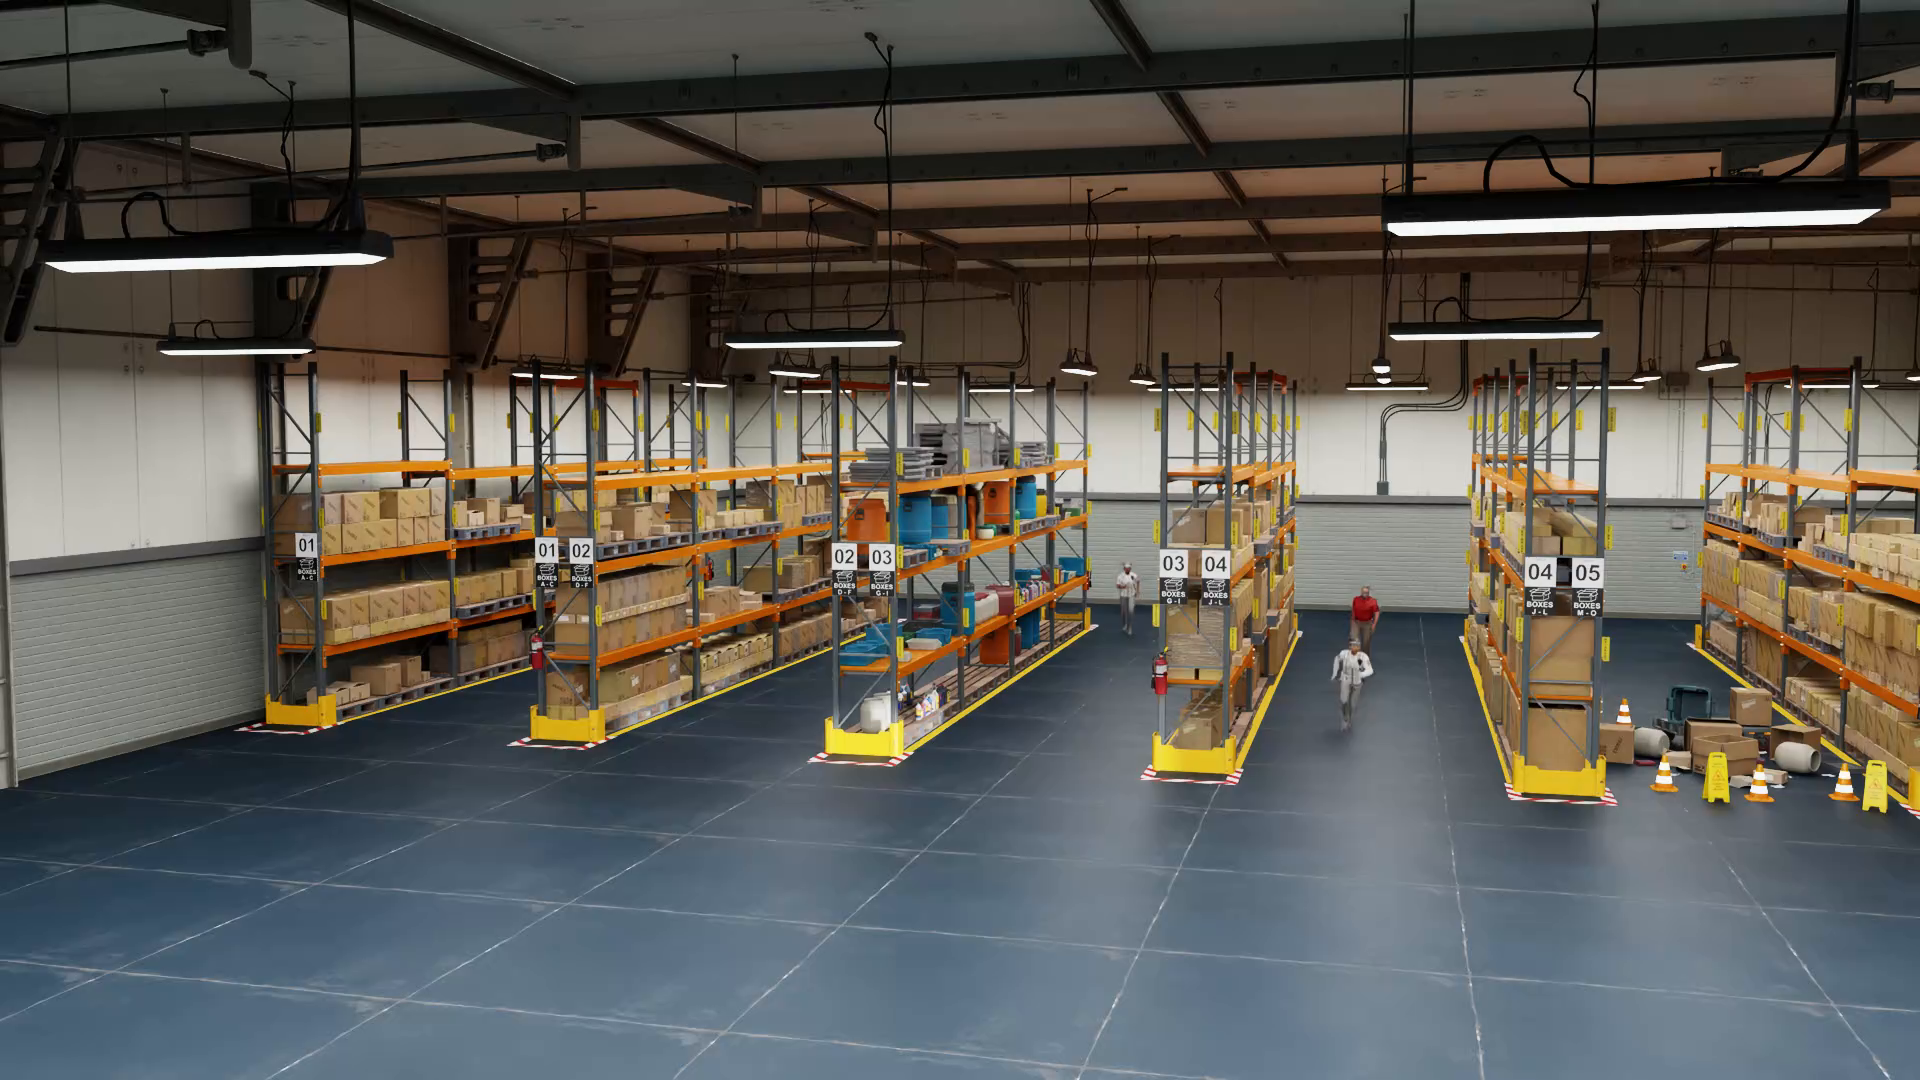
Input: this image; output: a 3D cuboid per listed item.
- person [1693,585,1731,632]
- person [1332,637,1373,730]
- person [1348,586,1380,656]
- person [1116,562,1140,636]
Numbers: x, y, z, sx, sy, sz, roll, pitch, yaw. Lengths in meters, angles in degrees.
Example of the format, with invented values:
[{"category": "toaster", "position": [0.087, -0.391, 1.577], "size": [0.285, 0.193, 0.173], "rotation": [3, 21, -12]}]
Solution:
[{"category": "person", "position": [17.862, 1.374, 39.469], "size": [0.873, 1.668, 0.618], "rotation": [0, 4, 0]}, {"category": "person", "position": [6.356, 2.313, 26.944], "size": [0.610, 1.546, 0.924], "rotation": [0, 4, 6]}, {"category": "person", "position": [8.290, 1.760, 34.176], "size": [0.685, 1.676, 0.660], "rotation": [2, 5, 27]}, {"category": "person", "position": [3.984, 1.381, 39.502], "size": [0.547, 1.749, 0.848], "rotation": [1, 4, 7]}]
